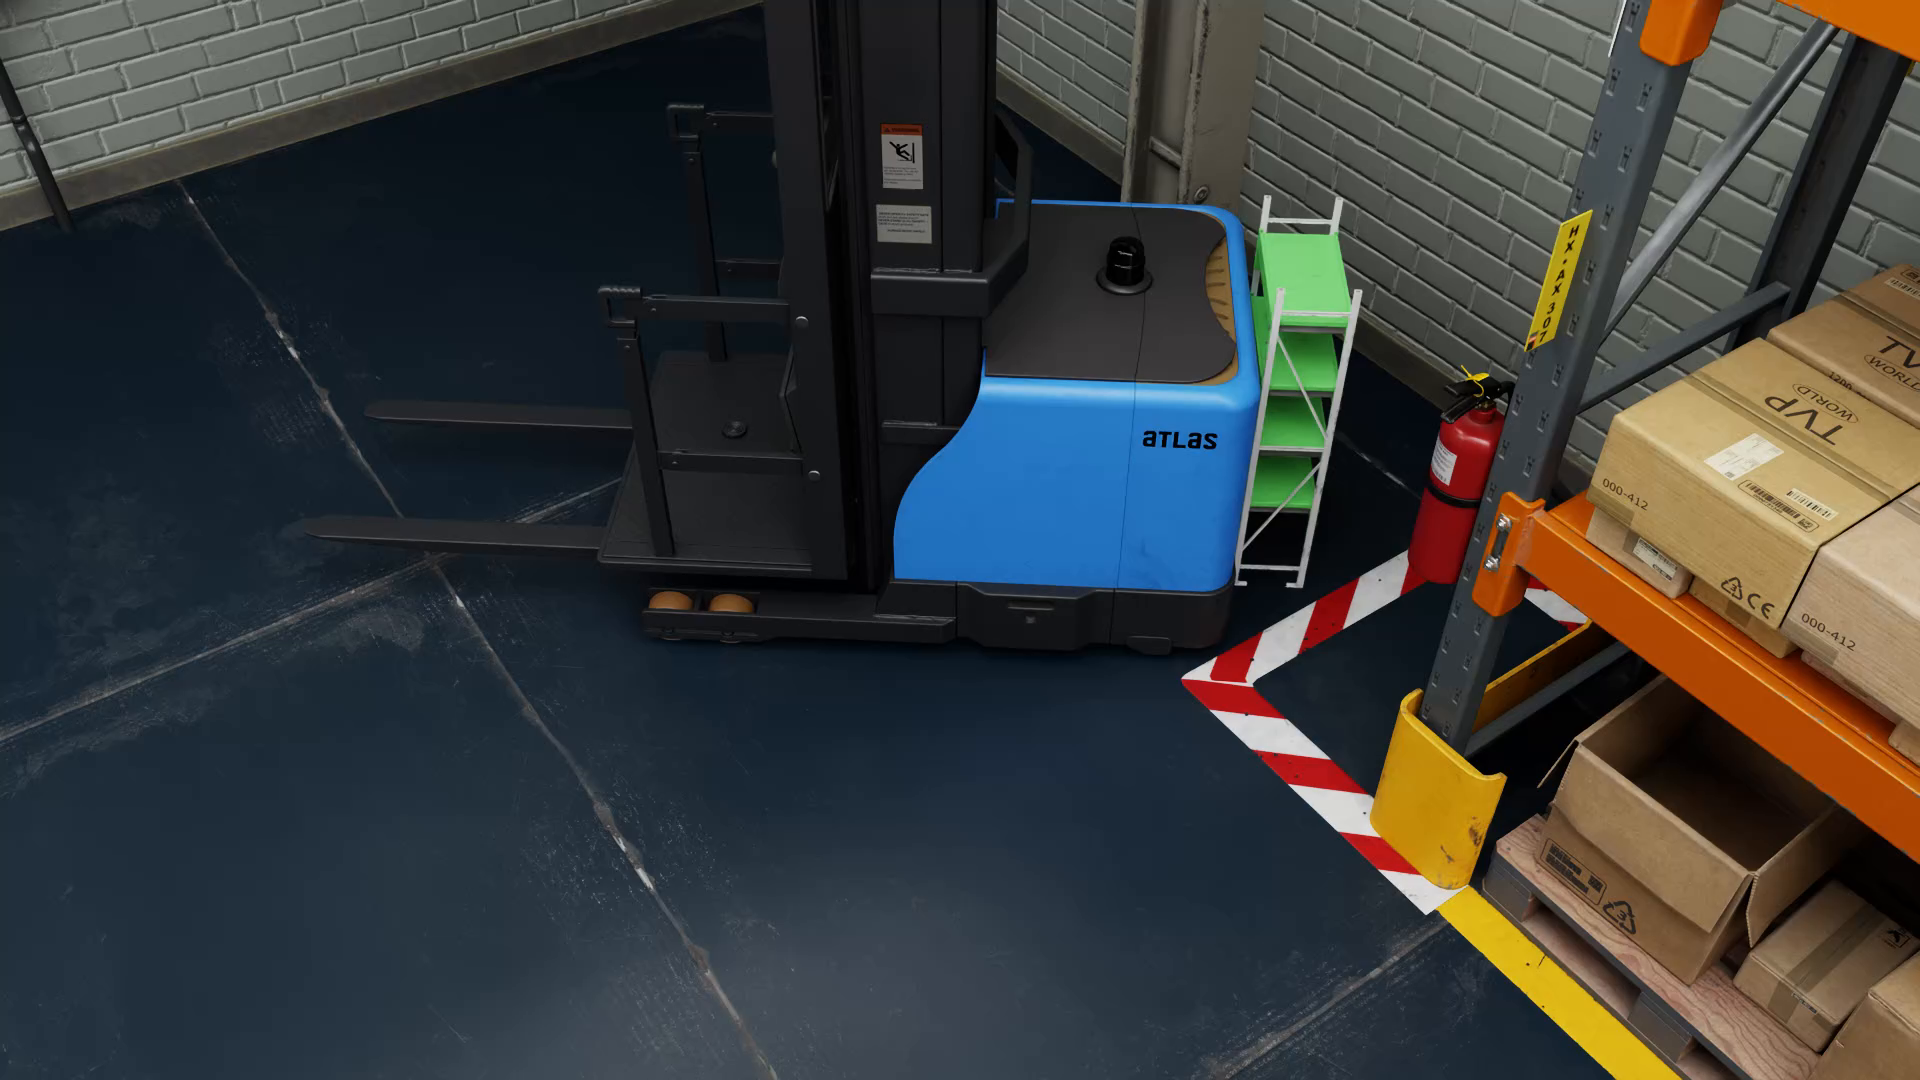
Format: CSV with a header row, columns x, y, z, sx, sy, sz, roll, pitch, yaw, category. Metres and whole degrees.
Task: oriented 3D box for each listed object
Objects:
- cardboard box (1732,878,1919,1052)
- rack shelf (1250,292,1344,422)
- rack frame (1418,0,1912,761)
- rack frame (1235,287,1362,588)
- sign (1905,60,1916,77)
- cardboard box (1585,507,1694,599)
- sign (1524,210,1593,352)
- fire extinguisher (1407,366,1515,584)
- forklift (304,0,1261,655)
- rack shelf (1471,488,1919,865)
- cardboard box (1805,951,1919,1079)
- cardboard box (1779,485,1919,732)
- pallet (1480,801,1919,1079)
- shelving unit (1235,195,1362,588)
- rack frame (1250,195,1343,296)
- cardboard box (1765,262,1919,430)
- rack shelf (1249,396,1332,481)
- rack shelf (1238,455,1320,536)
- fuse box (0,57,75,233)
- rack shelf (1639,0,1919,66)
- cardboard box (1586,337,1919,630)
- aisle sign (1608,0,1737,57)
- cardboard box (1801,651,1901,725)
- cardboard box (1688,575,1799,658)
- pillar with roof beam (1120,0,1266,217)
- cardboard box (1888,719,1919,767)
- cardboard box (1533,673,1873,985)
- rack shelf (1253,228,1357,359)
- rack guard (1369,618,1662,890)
x,y,z,sx,sy,sz,roll,pitch,yaw,category
2.196,1.073,4.215,0.380,0.149,0.250,-28,50,-26,cardboard box
1.044,-0.577,5.231,0.258,0.148,0.480,2,44,2,rack shelf
1.712,-0.447,4.045,1.000,3.000,0.127,-26,49,-24,rack frame
1.031,-0.282,5.176,0.240,1.200,0.015,2,44,2,rack frame
2.179,-1.188,3.754,0.100,0.325,0.005,-26,49,-24,sign
1.676,-0.061,3.824,0.380,0.149,0.250,-26,49,-25,cardboard box
1.268,-0.545,3.522,0.100,0.325,0.005,-26,49,-24,sign
1.249,-0.184,4.097,0.296,0.674,0.183,-26,49,-24,fire extinguisher
-0.623,-1.088,4.767,3.031,2.935,1.130,3,44,3,forklift
2.857,0.946,3.107,1.077,0.370,4.000,-26,49,-24,rack shelf
2.442,1.189,3.838,0.700,0.500,0.500,-24,49,-23,cardboard box
2.040,0.149,3.315,0.500,0.250,0.500,-25,49,-24,cardboard box
2.213,1.056,4.491,1.003,0.211,1.213,-26,49,-24,pallet
1.044,-0.450,5.353,0.258,1.200,0.503,2,44,2,shelving unit
1.057,-0.618,5.529,0.240,1.200,0.015,2,44,2,rack frame
2.193,-0.344,3.831,0.500,0.250,0.500,-24,49,-23,cardboard box
1.044,-0.404,5.397,0.258,0.148,0.480,2,44,2,rack shelf
1.044,-0.230,5.562,0.258,0.148,0.480,2,44,2,rack shelf
-3.795,-1.949,6.552,0.539,1.711,0.414,-26,49,-24,fuse box
2.857,-0.139,2.072,1.077,0.370,4.000,-26,49,-24,rack shelf
1.751,-0.136,3.614,0.500,0.250,0.500,-25,49,-24,cardboard box
1.433,-1.309,3.067,0.394,0.787,0.004,-26,49,-24,aisle sign
2.038,0.200,3.550,0.380,0.149,0.250,-26,50,-25,cardboard box
1.859,0.065,3.692,0.380,0.149,0.250,-25,49,-23,cardboard box
-2.622,-2.799,2.165,9.100,9.000,0.400,-26,49,-24,pillar with roof beam
2.132,0.367,3.375,0.380,0.149,0.250,-24,49,-23,cardboard box
1.985,0.688,4.360,0.797,0.503,0.637,-28,50,-26,cardboard box
1.044,-0.751,5.065,0.258,0.148,0.480,2,44,2,rack shelf
1.756,0.501,4.864,1.175,0.500,0.348,-26,49,-24,rack guard
